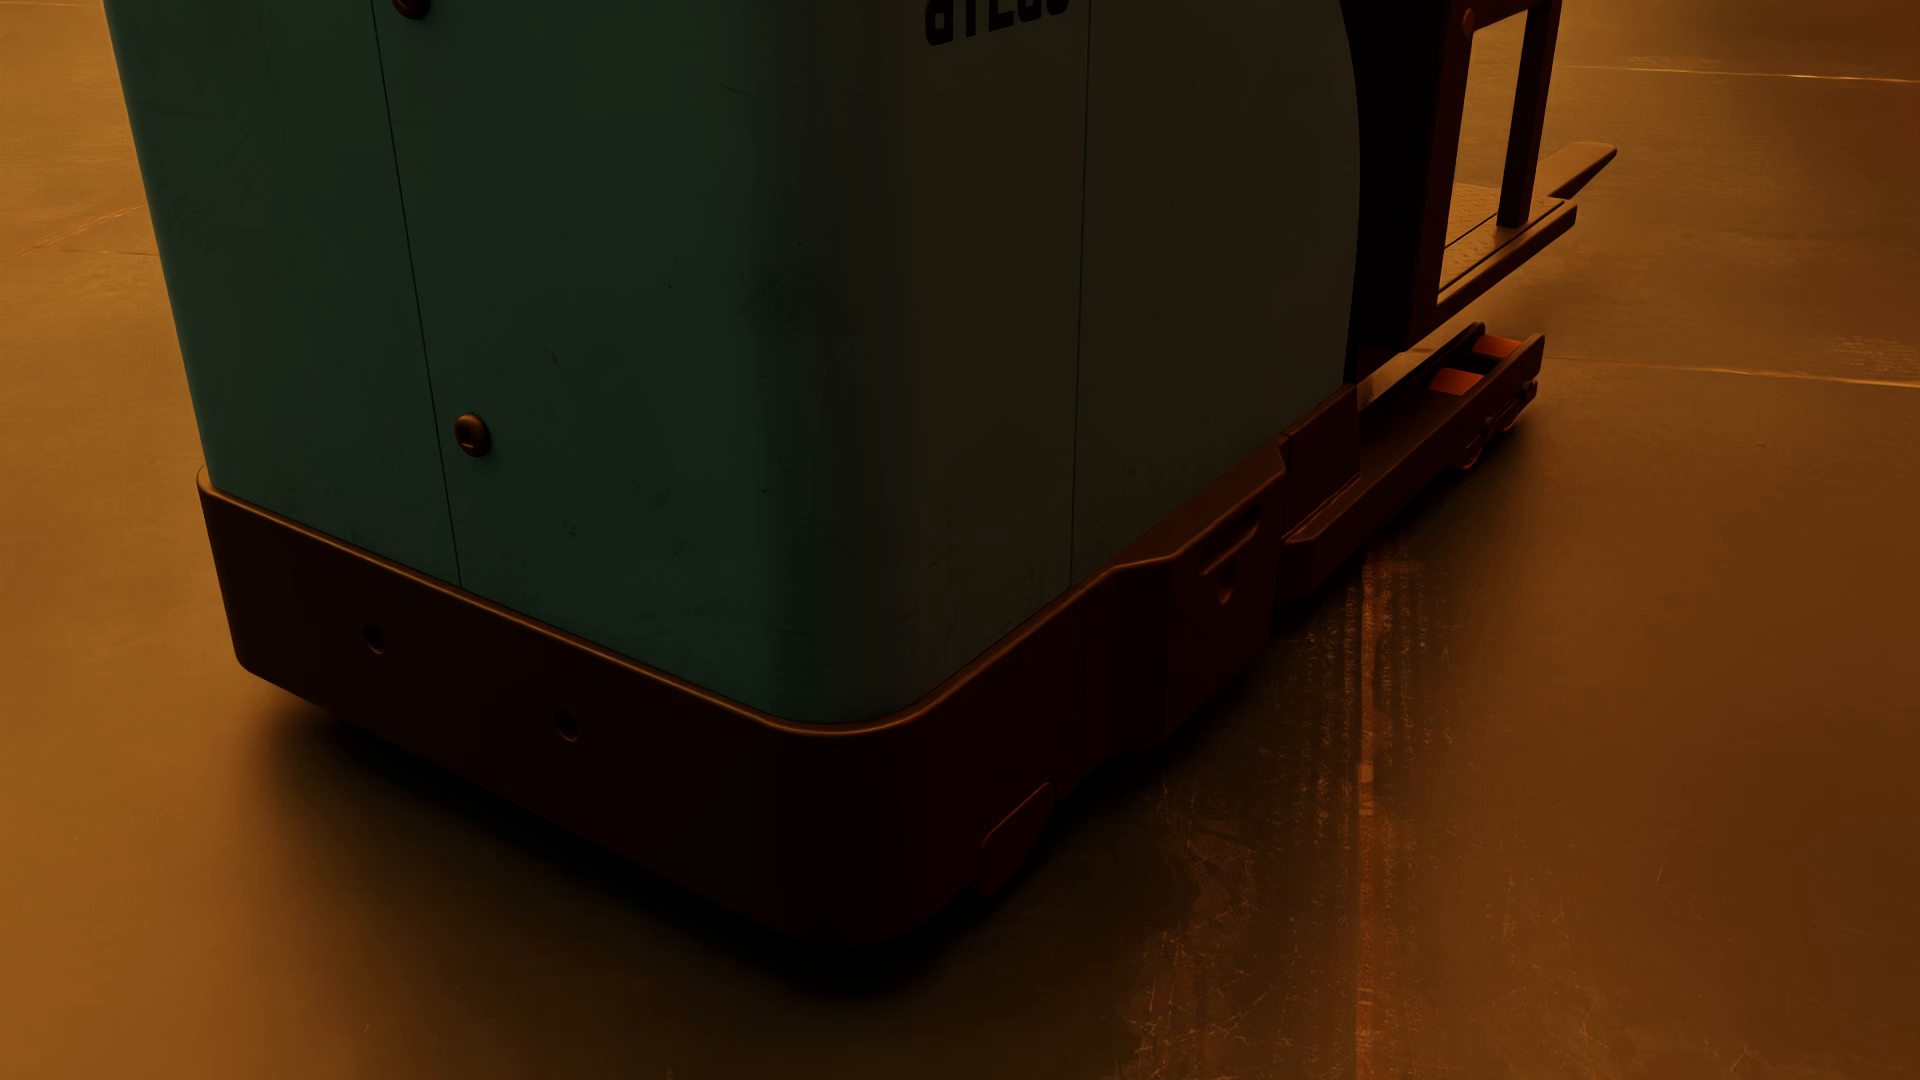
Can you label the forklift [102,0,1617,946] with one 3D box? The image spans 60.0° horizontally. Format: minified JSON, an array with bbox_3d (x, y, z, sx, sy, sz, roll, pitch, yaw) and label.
[{"bbox_3d":[0.349,-1.534,2.287,1.130,2.935,3.031,17,32,31],"label":"forklift"}]
